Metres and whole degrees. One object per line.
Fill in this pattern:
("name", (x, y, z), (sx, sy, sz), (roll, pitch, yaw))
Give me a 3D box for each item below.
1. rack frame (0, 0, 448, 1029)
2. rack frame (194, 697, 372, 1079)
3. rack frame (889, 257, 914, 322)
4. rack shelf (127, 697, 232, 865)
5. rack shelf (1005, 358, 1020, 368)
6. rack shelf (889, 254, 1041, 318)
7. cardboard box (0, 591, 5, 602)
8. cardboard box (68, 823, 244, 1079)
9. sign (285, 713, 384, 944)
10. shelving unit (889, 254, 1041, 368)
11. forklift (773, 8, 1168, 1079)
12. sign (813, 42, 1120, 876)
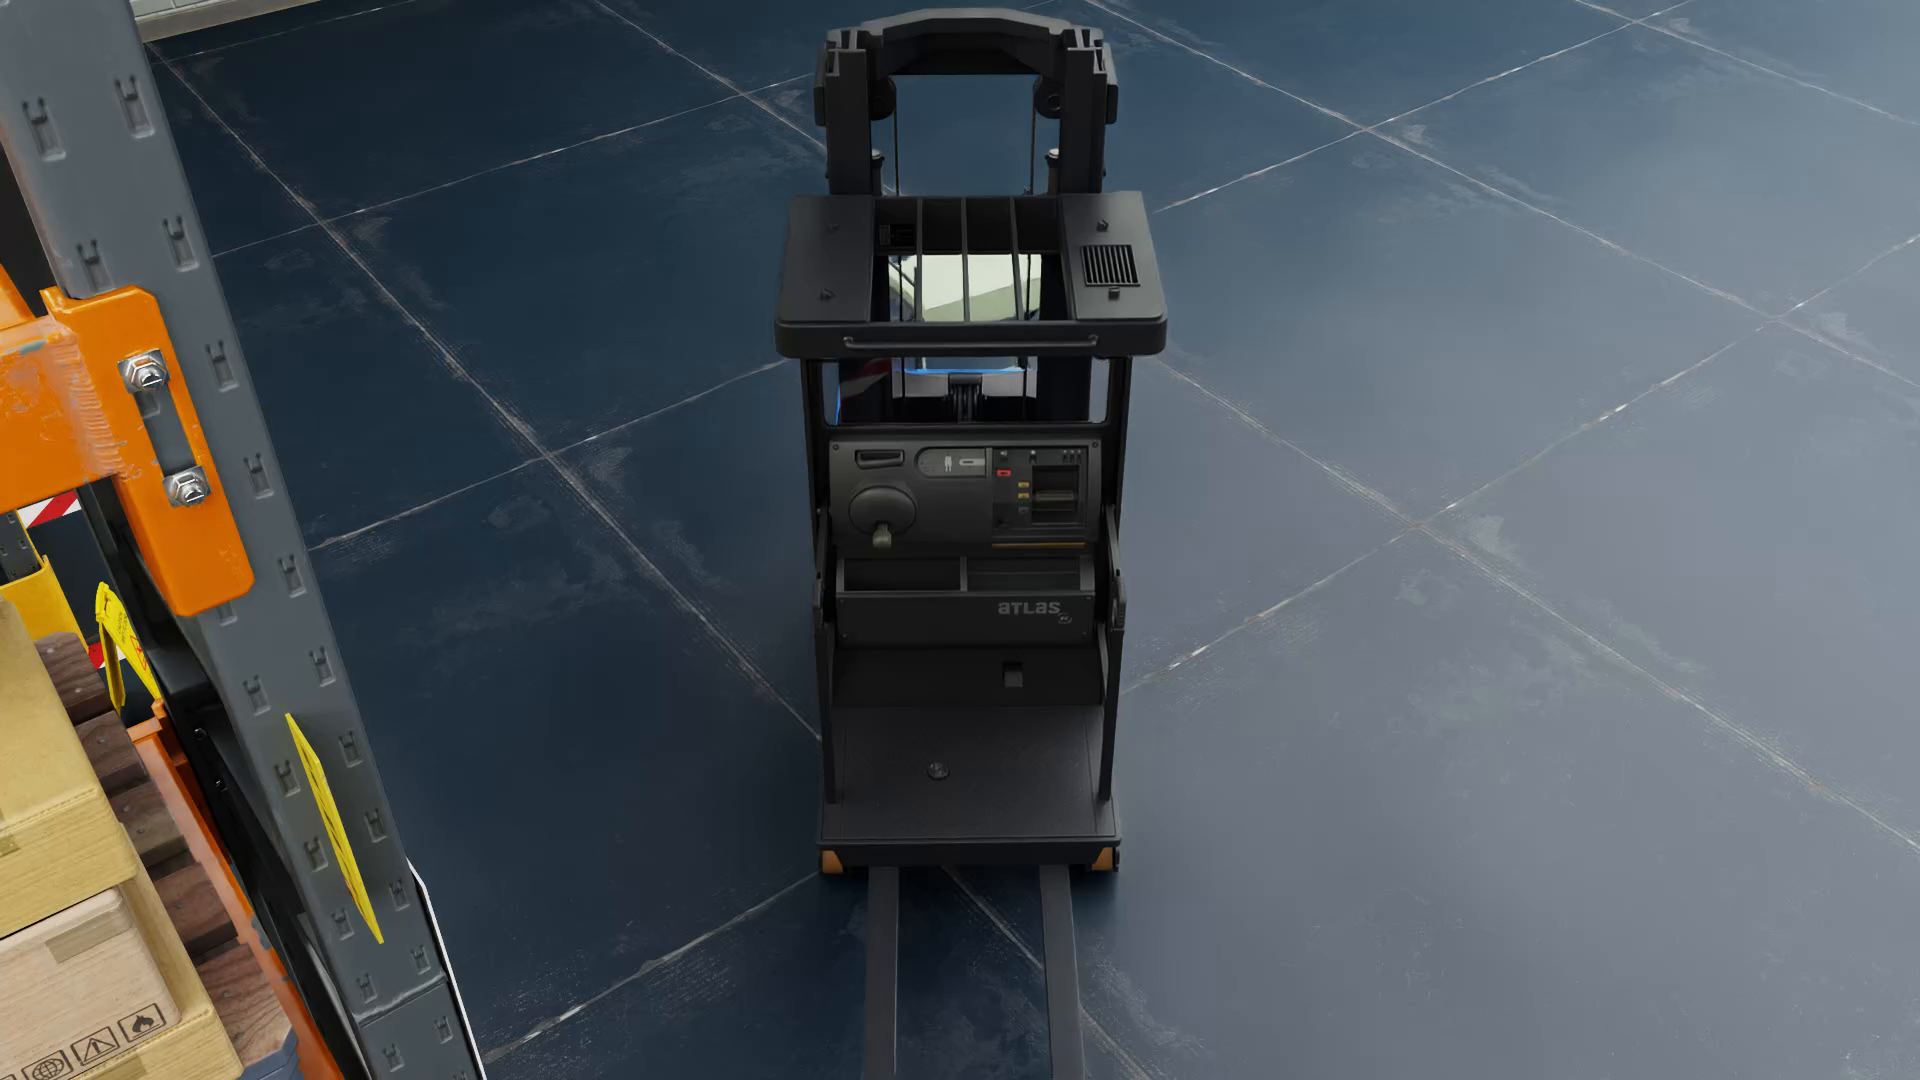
("rack frame", (-1.057, -0.782, 1.608), (0.127, 3.000, 1.000), (-26, 46, -28))
("rack frame", (-1.055, 1.540, 3.508), (0.053, 2.616, 0.949), (-26, 46, -28))
("rack frame", (-0.260, -0.634, 7.340), (0.010, 1.308, 0.380), (-19, 43, -22))
("rack shelf", (-2.643, 1.429, 1.845), (4.000, 0.370, 1.077), (-26, 46, -28))
("rack shelf", (0.062, -0.492, 7.681), (0.720, 0.370, 0.431), (-19, 43, -22))
("rack shelf", (0.062, -1.121, 7.165), (0.686, 0.124, 0.368), (-19, 43, -22))
("cardboard box", (-1.525, 0.246, 2.509), (0.250, 0.149, 0.380), (-26, 46, -28))
("cardboard box", (-1.114, 0.573, 2.109), (0.250, 0.149, 0.380), (-26, 46, -28))
("sign", (-0.738, 0.345, 1.964), (0.005, 0.325, 0.100), (-26, 46, -28))
("shelving unit", (0.057, -0.742, 7.472), (0.731, 1.308, 0.431), (-19, 43, -22))
("forklift", (0.020, -0.089, 5.547), (1.121, 2.935, 3.031), (-1, 39, -1))
("sign", (0.016, -0.415, 6.028), (2.025, 2.768, 2.177), (-26, 46, -28))
